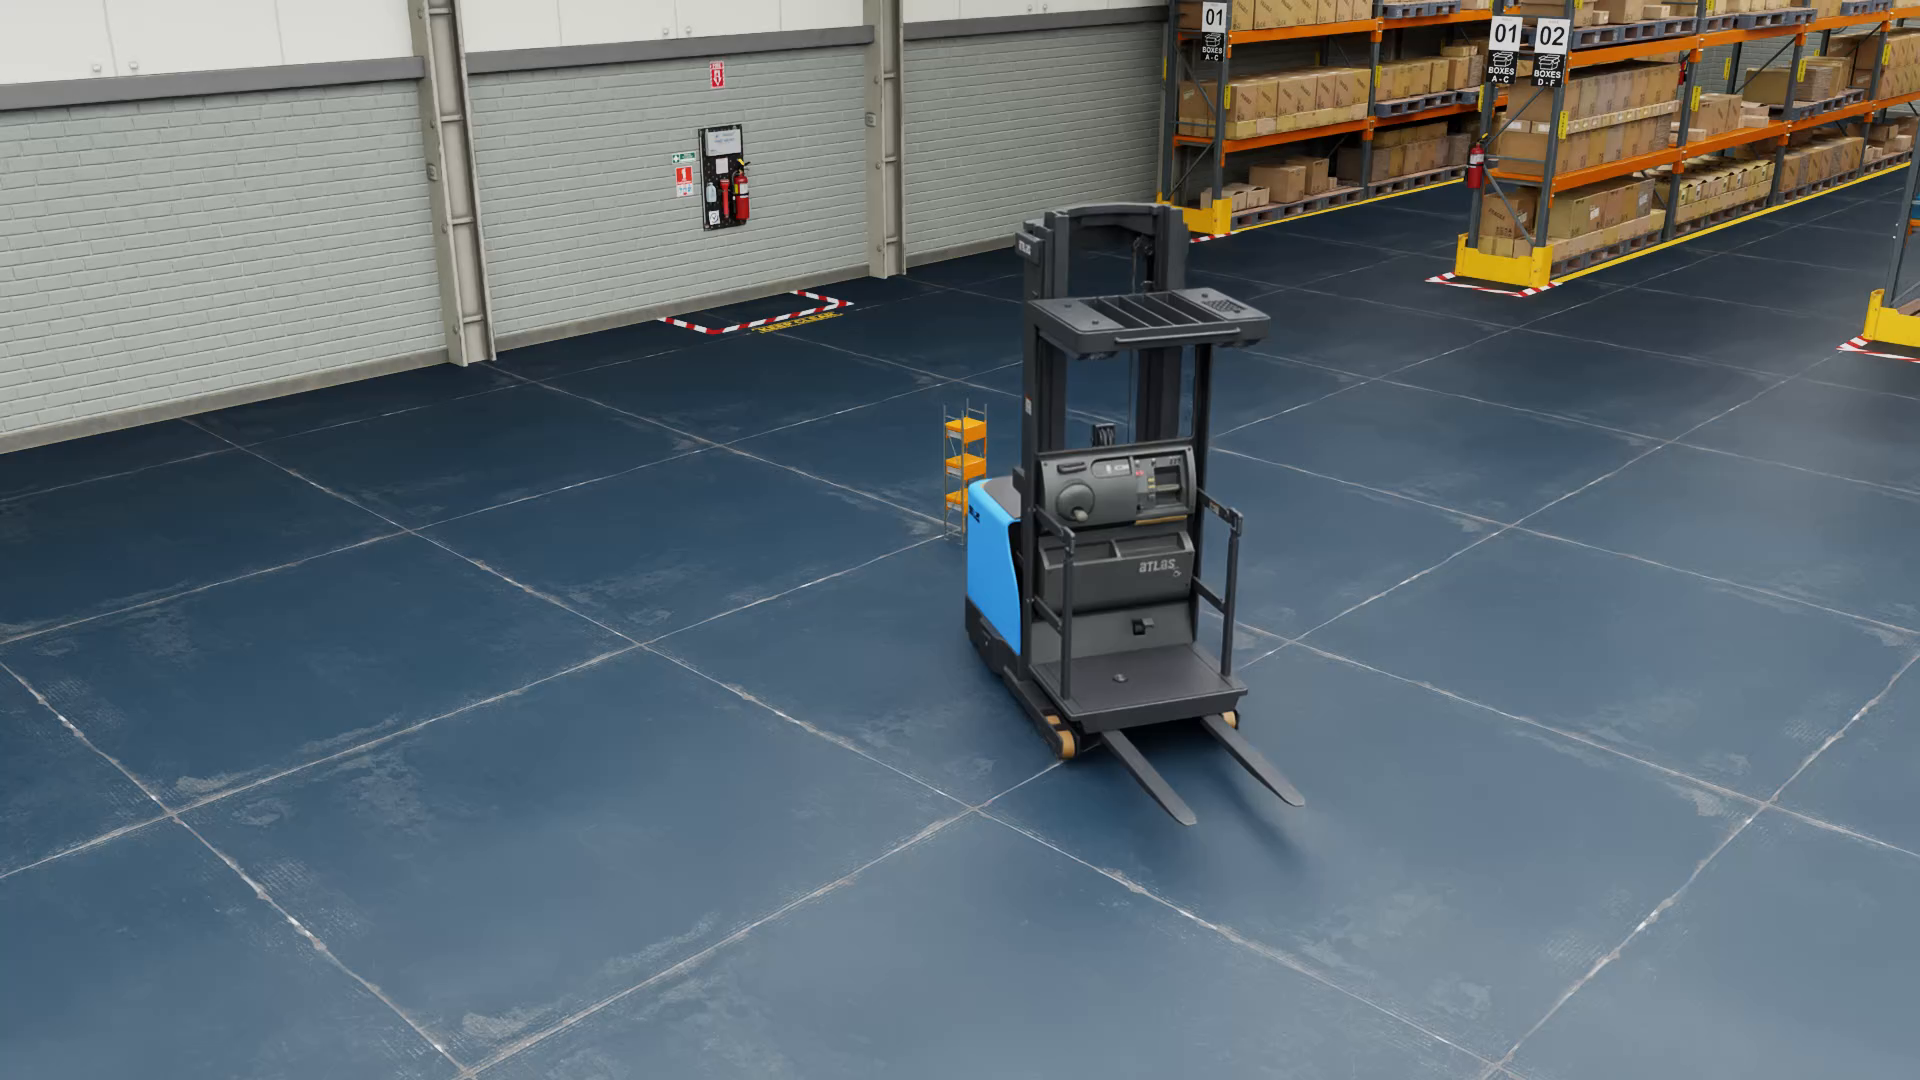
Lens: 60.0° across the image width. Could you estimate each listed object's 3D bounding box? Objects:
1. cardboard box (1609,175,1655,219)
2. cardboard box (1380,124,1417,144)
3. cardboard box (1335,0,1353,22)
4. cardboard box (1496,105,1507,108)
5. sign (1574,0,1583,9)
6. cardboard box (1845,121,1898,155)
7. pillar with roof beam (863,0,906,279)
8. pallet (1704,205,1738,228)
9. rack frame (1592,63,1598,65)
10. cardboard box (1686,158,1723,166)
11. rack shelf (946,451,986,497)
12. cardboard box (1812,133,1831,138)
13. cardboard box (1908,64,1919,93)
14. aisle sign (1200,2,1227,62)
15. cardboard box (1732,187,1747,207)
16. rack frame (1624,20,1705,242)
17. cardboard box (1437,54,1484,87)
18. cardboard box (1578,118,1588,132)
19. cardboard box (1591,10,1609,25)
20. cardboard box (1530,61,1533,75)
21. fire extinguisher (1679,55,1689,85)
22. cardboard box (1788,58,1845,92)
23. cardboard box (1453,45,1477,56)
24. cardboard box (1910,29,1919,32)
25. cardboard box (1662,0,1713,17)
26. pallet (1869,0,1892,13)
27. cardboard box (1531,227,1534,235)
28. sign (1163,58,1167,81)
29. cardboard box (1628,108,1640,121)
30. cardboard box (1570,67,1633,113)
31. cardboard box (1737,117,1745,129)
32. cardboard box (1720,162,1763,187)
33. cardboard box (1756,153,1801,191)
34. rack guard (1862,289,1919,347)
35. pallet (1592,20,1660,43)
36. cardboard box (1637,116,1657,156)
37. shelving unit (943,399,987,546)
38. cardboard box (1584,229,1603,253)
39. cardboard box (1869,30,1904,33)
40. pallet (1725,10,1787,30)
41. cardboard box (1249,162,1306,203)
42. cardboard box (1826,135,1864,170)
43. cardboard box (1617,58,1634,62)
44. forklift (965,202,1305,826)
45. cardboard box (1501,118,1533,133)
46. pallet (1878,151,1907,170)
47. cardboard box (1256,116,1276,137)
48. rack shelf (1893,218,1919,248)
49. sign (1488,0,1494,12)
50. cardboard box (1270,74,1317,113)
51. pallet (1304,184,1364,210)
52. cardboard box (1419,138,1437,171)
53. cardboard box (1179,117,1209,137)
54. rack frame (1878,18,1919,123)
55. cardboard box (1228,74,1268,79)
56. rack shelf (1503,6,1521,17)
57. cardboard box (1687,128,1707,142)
[{"bbox_3d":[9.193,-4.729,22.900,0.500,0.500,0.500,19,28,41],"label":"cardboard box"},{"bbox_3d":[7.332,-6.836,28.004,0.500,0.250,0.500,18,28,39],"label":"cardboard box"},{"bbox_3d":[5.628,-8.143,25.231,0.500,0.500,0.500,16,26,36],"label":"cardboard box"},{"bbox_3d":[10.179,-7.606,30.592,0.750,0.750,0.750,19,28,40],"label":"cardboard box"},{"bbox_3d":[7.320,-6.443,19.646,0.100,0.325,0.005,19,28,41],"label":"sign"},{"bbox_3d":[16.605,-7.347,30.375,0.797,0.503,0.637,19,28,41],"label":"cardboard box"},{"bbox_3d":[2.142,-6.554,17.083,9.100,9.000,0.400,19,28,41],"label":"pillar with roof beam"},{"bbox_3d":[11.055,-4.979,25.234,1.003,0.211,1.213,19,28,41],"label":"pallet"},{"bbox_3d":[11.746,-9.061,31.969,1.000,3.000,0.127,19,28,41],"label":"rack frame"},{"bbox_3d":[11.572,-5.770,25.872,0.500,0.311,0.500,18,28,39],"label":"cardboard box"},{"bbox_3d":[0.037,-0.494,12.426,0.215,0.259,0.240,19,28,41],"label":"rack shelf"},{"bbox_3d":[14.786,-6.798,28.951,0.500,0.500,0.500,18,27,38],"label":"cardboard box"},{"bbox_3d":[16.908,-8.324,29.910,0.500,0.500,0.500,19,28,40],"label":"cardboard box"},{"bbox_3d":[3.540,-7.097,23.234,0.394,0.787,0.004,19,28,41],"label":"aisle sign"},{"bbox_3d":[11.605,-5.249,25.297,0.500,0.250,0.500,-19,28,-41],"label":"cardboard box"},{"bbox_3d":[9.717,-5.766,23.396,1.000,3.000,0.127,19,28,41],"label":"rack frame"},{"bbox_3d":[8.635,-8.162,28.876,0.700,0.500,0.500,15,26,35],"label":"cardboard box"},{"bbox_3d":[7.712,-5.267,21.053,0.380,0.149,0.250,19,28,41],"label":"cardboard box"},{"bbox_3d":[7.874,-6.541,20.799,0.380,0.149,0.250,19,28,41],"label":"cardboard box"},{"bbox_3d":[10.197,-8.549,30.053,0.500,0.500,0.500,19,28,40],"label":"cardboard box"},{"bbox_3d":[14.973,-9.803,34.525,0.296,0.674,0.183,19,28,41],"label":"fire extinguisher"},{"bbox_3d":[14.373,-7.807,27.980,0.500,0.500,0.700,-15,26,-34],"label":"cardboard box"},{"bbox_3d":[8.737,-8.492,28.830,0.380,0.149,0.250,15,26,34],"label":"cardboard box"},{"bbox_3d":[17.623,-9.051,30.409,0.500,0.500,0.500,-19,28,-41],"label":"cardboard box"},{"bbox_3d":[10.154,-7.448,23.215,0.500,0.250,0.500,-17,27,-37],"label":"cardboard box"},{"bbox_3d":[14.793,-8.985,27.851,1.213,0.211,1.003,19,28,41],"label":"pallet"},{"bbox_3d":[7.430,-3.994,22.032,0.500,0.250,0.500,19,28,41],"label":"cardboard box"},{"bbox_3d":[2.991,-6.809,24.054,0.100,0.325,0.005,19,28,41],"label":"sign"},{"bbox_3d":[8.794,-5.666,22.092,0.250,0.149,0.380,-19,28,-41],"label":"cardboard box"},{"bbox_3d":[8.362,-5.916,21.837,0.700,0.500,0.500,19,28,41],"label":"cardboard box"},{"bbox_3d":[11.658,-6.335,25.226,0.250,0.149,0.380,-18,27,-38],"label":"cardboard box"},{"bbox_3d":[11.961,-5.637,25.526,0.500,0.311,0.500,19,28,40],"label":"cardboard box"},{"bbox_3d":[13.030,-5.878,26.559,0.500,0.500,0.500,-19,28,-40],"label":"cardboard box"},{"bbox_3d":[10.493,-2.362,18.023,1.175,0.500,0.348,19,28,41],"label":"rack guard"},{"bbox_3d":[8.290,-6.587,21.474,1.003,0.211,1.213,19,28,41],"label":"pallet"},{"bbox_3d":[9.049,-5.560,22.720,0.700,0.500,0.500,19,28,40],"label":"cardboard box"},{"bbox_3d":[0.037,-0.504,12.422,0.215,1.050,0.252,19,28,41],"label":"shelving unit"},{"bbox_3d":[8.156,-3.991,22.023,0.500,0.250,0.500,19,28,41],"label":"cardboard box"},{"bbox_3d":[16.878,-9.053,30.413,0.500,0.500,0.500,-20,29,-41],"label":"cardboard box"},{"bbox_3d":[11.320,-7.621,24.305,1.213,0.211,1.003,-19,28,-40],"label":"pallet"},{"bbox_3d":[4.868,-5.493,25.557,0.700,0.500,0.500,17,27,37],"label":"cardboard box"},{"bbox_3d":[15.159,-6.663,28.599,0.500,0.500,0.500,19,28,40],"label":"cardboard box"},{"bbox_3d":[12.650,-9.523,32.752,0.980,0.700,0.700,18,28,39],"label":"cardboard box"},{"bbox_3d":[0.973,-0.294,9.255,1.130,2.935,3.031,-7,22,-17],"label":"forklift"},{"bbox_3d":[7.057,-5.233,20.966,0.380,0.149,0.250,19,28,40],"label":"cardboard box"},{"bbox_3d":[16.629,-7.012,30.525,1.003,0.211,1.213,19,28,41],"label":"pallet"},{"bbox_3d":[4.295,-6.099,24.443,0.500,0.250,0.500,18,28,39],"label":"cardboard box"},{"bbox_3d":[11.869,-3.676,18.959,1.077,0.370,4.000,19,28,41],"label":"rack shelf"},{"bbox_3d":[6.548,-6.654,20.400,0.100,0.325,0.005,19,28,41],"label":"sign"},{"bbox_3d":[4.992,-6.705,24.975,0.500,0.500,0.500,-19,28,-40],"label":"cardboard box"},{"bbox_3d":[5.722,-5.522,26.647,1.003,0.211,1.213,19,28,41],"label":"pallet"},{"bbox_3d":[7.722,-6.636,28.529,0.700,0.500,0.500,19,28,40],"label":"cardboard box"},{"bbox_3d":[3.562,-6.085,24.406,0.500,0.250,0.500,-20,28,-41],"label":"cardboard box"},{"bbox_3d":[18.089,-8.851,31.421,1.000,3.000,0.127,19,28,41],"label":"rack frame"},{"bbox_3d":[4.267,-6.701,24.965,0.500,0.500,0.500,18,28,39],"label":"cardboard box"},{"bbox_3d":[10.351,-9.612,30.222,1.077,0.370,4.000,19,28,41],"label":"rack shelf"},{"bbox_3d":[10.482,-5.826,23.900,0.380,0.149,0.250,19,28,41],"label":"cardboard box"}]
